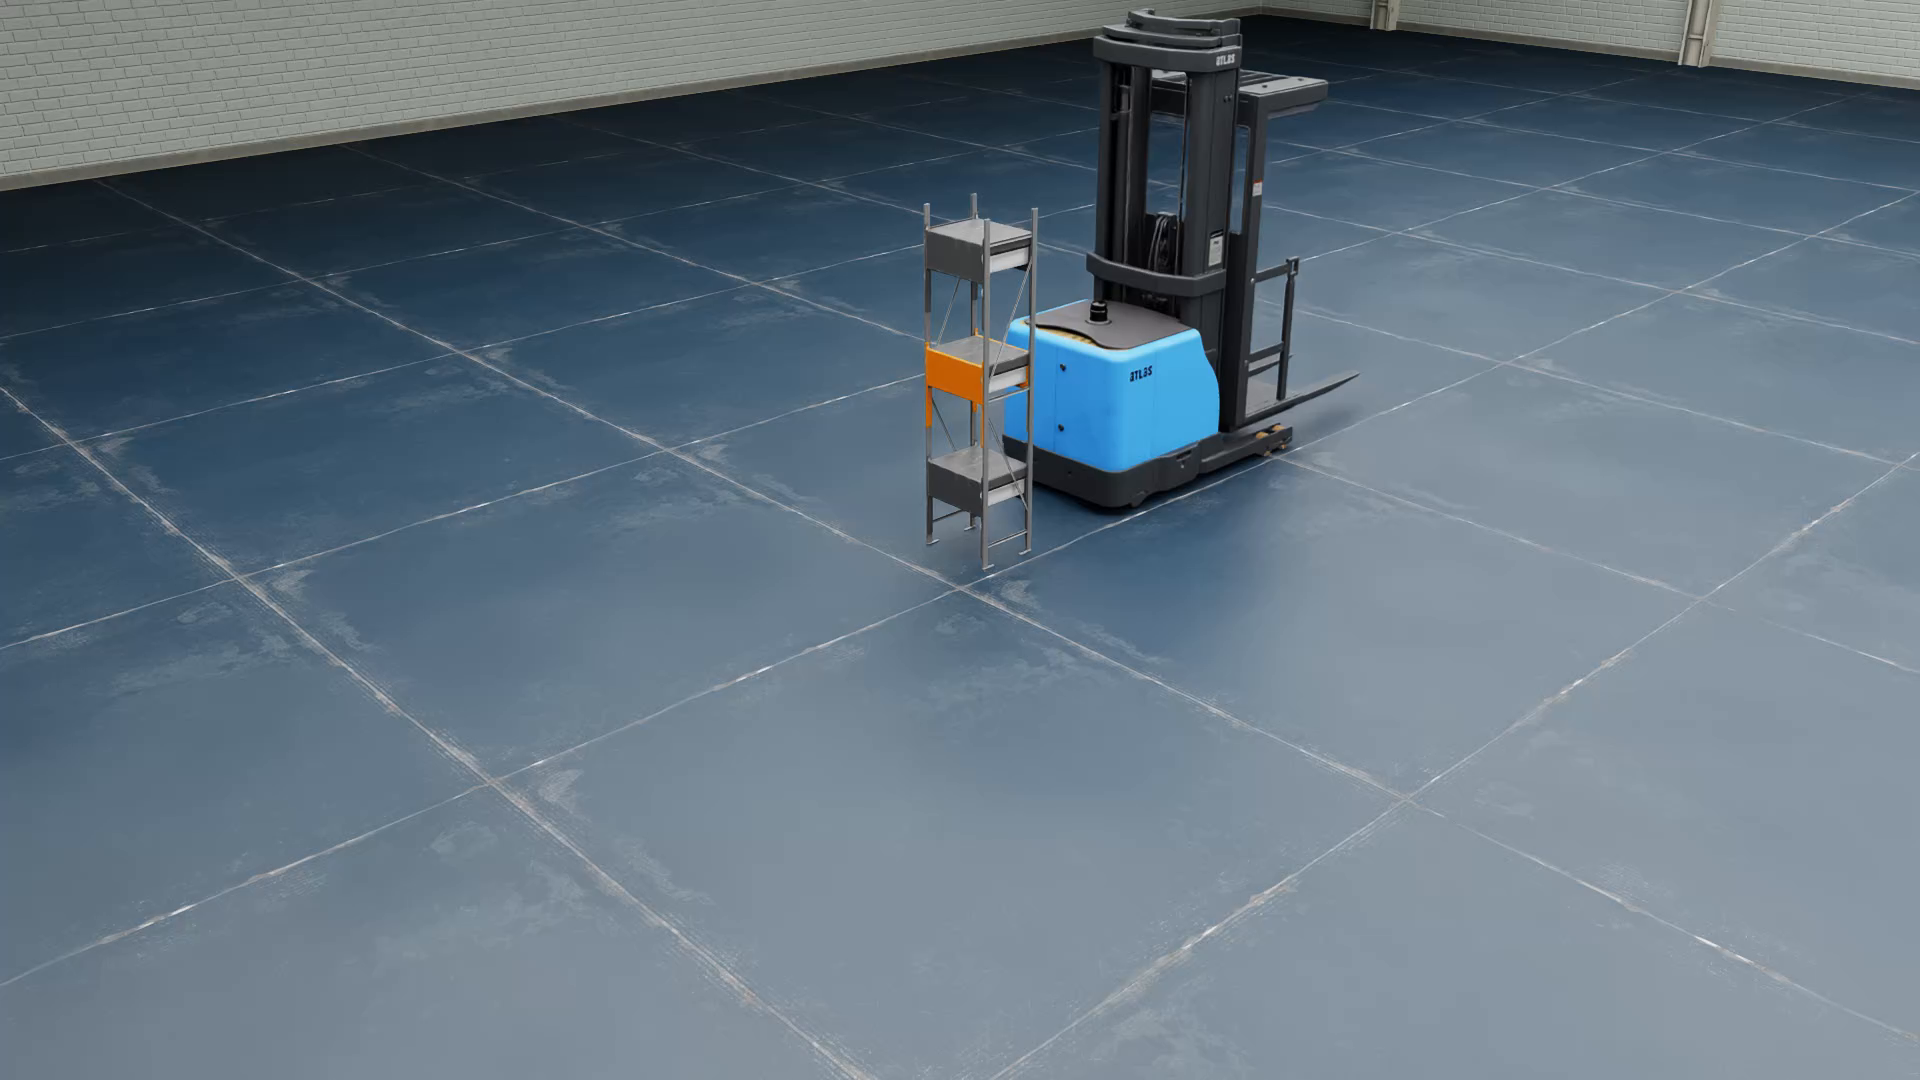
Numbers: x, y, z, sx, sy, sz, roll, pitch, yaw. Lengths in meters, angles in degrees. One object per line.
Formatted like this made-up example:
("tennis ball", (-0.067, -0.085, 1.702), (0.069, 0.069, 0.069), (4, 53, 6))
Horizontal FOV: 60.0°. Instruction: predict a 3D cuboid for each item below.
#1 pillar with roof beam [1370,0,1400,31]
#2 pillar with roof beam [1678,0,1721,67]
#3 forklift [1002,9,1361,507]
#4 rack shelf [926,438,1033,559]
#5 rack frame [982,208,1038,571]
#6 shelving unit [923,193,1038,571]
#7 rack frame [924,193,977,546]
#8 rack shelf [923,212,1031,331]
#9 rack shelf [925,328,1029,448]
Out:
("pillar with roof beam", (4.847, -12.519, 26.851), (9.100, 9.000, 0.400), (-21, 32, -38))
("pillar with roof beam", (8.948, -10.702, 22.866), (9.100, 9.000, 0.400), (-21, 32, -38))
("forklift", (1.688, -2.050, 11.212), (3.031, 2.935, 1.130), (-22, 32, -39))
("rack shelf", (0.113, -0.256, 10.000), (0.431, 0.518, 0.480), (-21, 32, -38))
("rack frame", (0.280, -0.831, 9.542), (0.400, 2.100, 0.015), (-21, 32, -38))
("shelving unit", (0.113, -0.905, 9.704), (0.431, 2.100, 0.503), (-21, 32, -38))
("rack frame", (-0.054, -0.979, 9.866), (0.400, 2.100, 0.015), (-21, 32, -38))
("rack shelf", (0.113, -1.530, 9.419), (0.431, 0.518, 0.480), (-21, 32, -38))
("rack shelf", (0.113, -0.893, 9.710), (0.431, 0.518, 0.480), (-21, 32, -38))
